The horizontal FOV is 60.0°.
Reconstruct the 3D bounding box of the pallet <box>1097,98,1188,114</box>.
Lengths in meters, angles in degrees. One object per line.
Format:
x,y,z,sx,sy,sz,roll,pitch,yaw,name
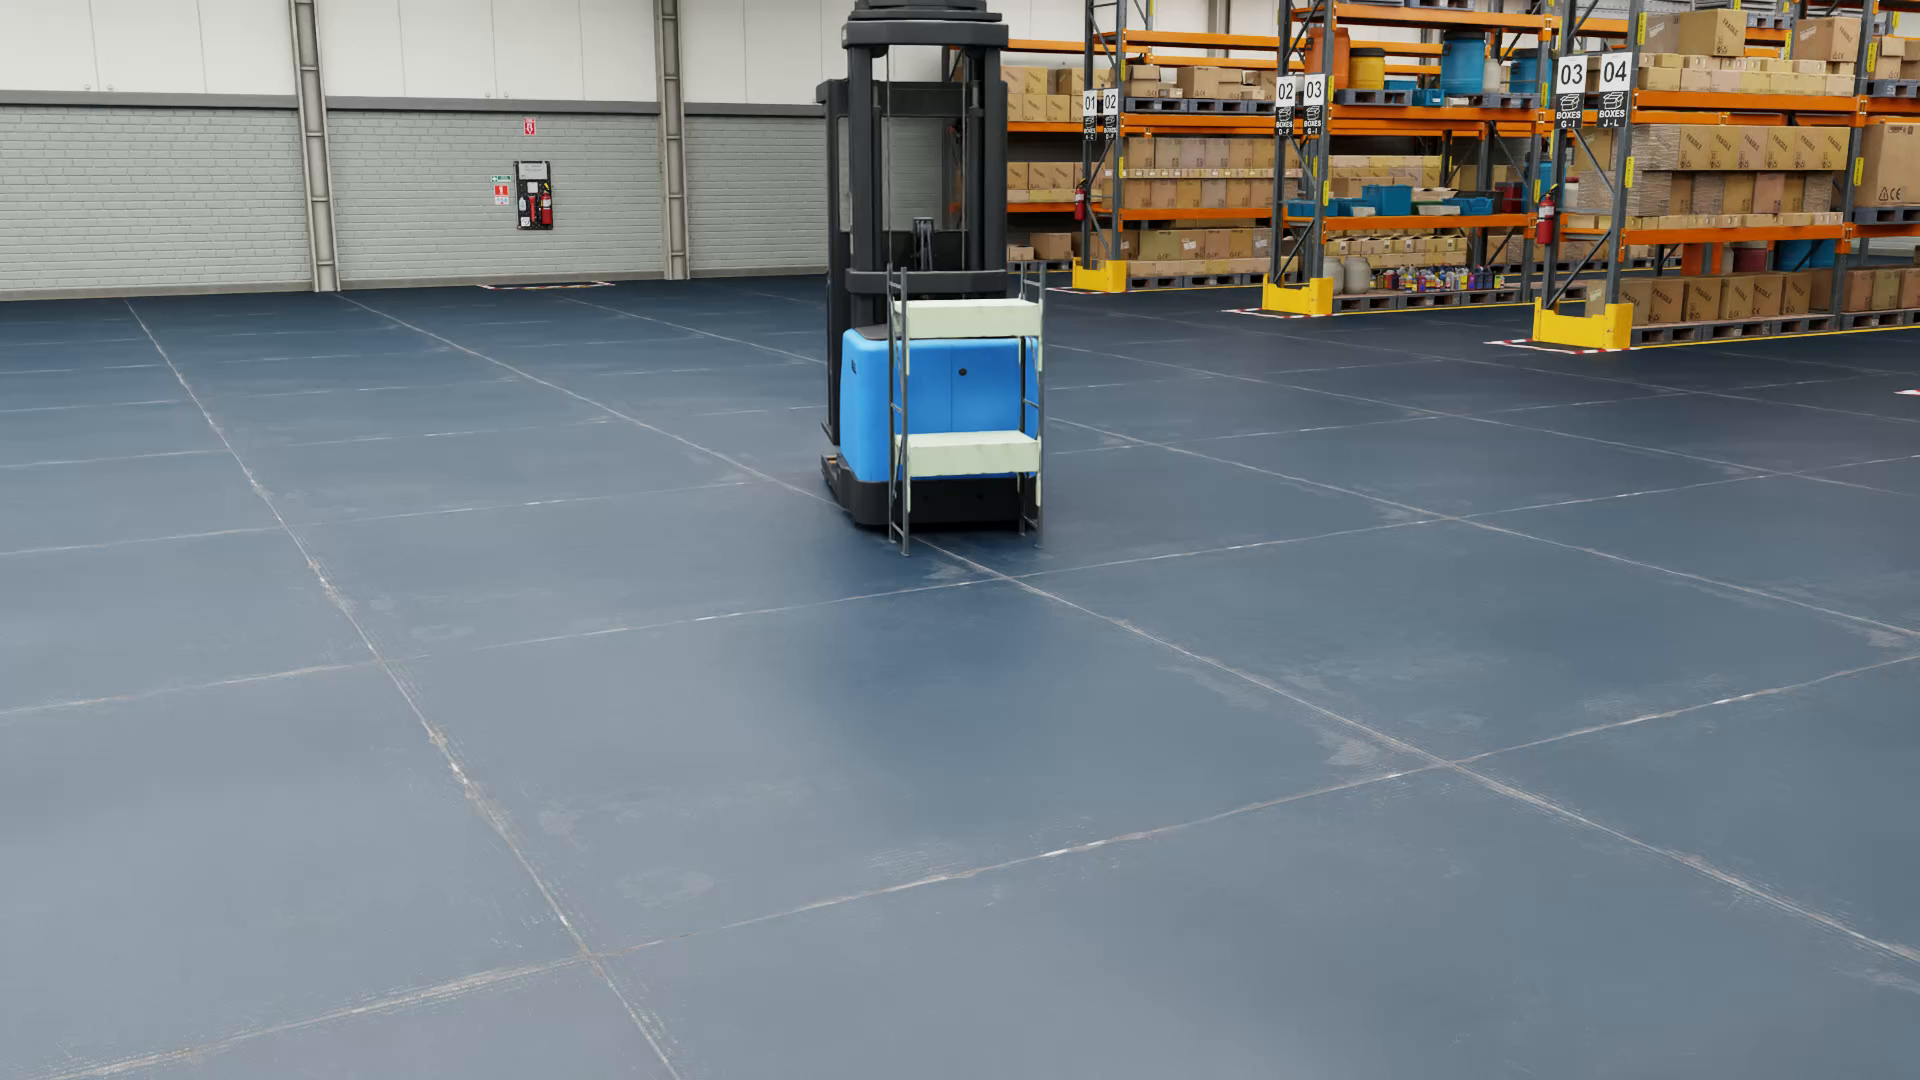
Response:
2.954,-7.109,27.234,1.213,0.211,1.003,-7,14,-28,pallet

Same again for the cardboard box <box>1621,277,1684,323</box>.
8.129,-2.827,19.575,0.500,0.500,0.500,-3,13,-13,cardboard box

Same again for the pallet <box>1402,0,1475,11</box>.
6.419,-7.503,23.294,1.213,0.211,1.003,-7,14,-28,pallet

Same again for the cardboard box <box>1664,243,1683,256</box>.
14.500,-6.077,33.963,0.637,0.503,0.797,-7,14,-28,cardboard box

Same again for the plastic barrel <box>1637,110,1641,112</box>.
10.314,-7.065,25.861,0.708,0.830,0.600,-7,14,-28,plastic barrel

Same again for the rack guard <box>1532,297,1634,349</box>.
7.131,-2.498,19.071,0.348,0.500,1.175,-7,14,-28,rack guard

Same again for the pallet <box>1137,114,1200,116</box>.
4.048,-8.410,33.244,1.003,0.211,1.213,-7,14,-28,pallet

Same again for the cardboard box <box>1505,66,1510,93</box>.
10.176,-8.559,30.972,0.500,0.500,0.500,-7,14,-28,cardboard box

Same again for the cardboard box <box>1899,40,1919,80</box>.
11.862,-5.979,20.820,0.637,0.503,0.797,-6,14,-26,cardboard box

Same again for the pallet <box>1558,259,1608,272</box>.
12.158,-5.428,32.748,1.213,0.211,1.003,-7,14,-28,pallet

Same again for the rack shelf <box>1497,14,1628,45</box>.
9.957,-7.676,25.271,4.000,0.370,1.077,-7,14,-28,rack shelf

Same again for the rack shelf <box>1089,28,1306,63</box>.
4.076,-8.210,27.644,4.000,0.370,1.077,-7,14,-28,rack shelf

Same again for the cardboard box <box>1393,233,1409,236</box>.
8.285,-5.542,30.933,0.500,0.311,0.500,-7,15,-29,cardboard box

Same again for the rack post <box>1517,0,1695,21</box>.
9.889,-8.333,25.185,3.121,1.000,1.013,-7,14,-28,rack post

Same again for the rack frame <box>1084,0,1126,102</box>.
2.321,-8.546,26.587,0.127,3.000,1.000,-7,14,-28,rack frame

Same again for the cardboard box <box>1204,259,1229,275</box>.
4.216,-4.654,28.261,0.500,0.250,0.500,-7,14,-28,cardboard box

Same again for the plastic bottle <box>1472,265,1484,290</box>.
7.606,-3.864,24.477,0.185,0.351,0.144,-8,15,-31,plastic bottle

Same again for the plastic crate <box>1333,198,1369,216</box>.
5.560,-4.769,23.807,0.408,0.251,0.499,-7,14,-28,plastic crate

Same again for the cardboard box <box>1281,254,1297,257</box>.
6.057,-5.003,29.813,0.500,0.250,0.500,-7,14,-28,cardboard box

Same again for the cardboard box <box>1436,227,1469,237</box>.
11.182,-6.880,37.585,0.500,0.500,0.700,-7,14,-27,cardboard box

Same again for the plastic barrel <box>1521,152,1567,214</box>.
8.686,-5.312,24.738,0.708,0.901,0.600,-7,14,-28,plastic barrel

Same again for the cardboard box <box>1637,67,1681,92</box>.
7.611,-5.101,18.452,0.500,0.250,0.500,-6,14,-26,cardboard box

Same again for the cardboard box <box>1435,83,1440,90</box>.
10.978,-9.964,37.169,0.500,0.500,0.500,-7,14,-28,cardboard box

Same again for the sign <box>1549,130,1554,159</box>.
6.816,-4.538,19.083,0.005,0.325,0.100,-7,14,-28,sign

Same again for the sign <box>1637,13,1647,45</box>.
7.324,-5.495,17.871,0.005,0.325,0.100,-7,14,-28,sign

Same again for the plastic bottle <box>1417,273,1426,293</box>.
6.639,-3.704,23.923,0.133,0.283,0.061,-7,14,-27,plastic bottle

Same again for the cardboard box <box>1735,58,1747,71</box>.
8.771,-5.444,19.070,0.250,0.149,0.380,-7,14,-28,cardboard box

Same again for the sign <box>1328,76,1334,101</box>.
4.951,-6.025,22.199,0.005,0.325,0.100,-7,14,-28,sign

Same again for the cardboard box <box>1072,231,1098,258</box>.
2.563,-5.872,33.062,0.500,0.500,0.500,-8,15,-32,cardboard box

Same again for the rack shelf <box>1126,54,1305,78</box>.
5.210,-9.585,33.754,4.000,0.370,1.077,-7,14,-28,rack shelf

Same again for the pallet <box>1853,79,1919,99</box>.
11.168,-5.547,20.519,1.003,0.211,1.213,-7,14,-28,pallet

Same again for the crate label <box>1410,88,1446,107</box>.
6.492,-6.188,23.281,0.408,0.251,0.502,-7,14,-28,crate label

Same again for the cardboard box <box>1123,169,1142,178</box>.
2.768,-5.984,27.162,0.250,0.149,0.380,-7,14,-28,cardboard box

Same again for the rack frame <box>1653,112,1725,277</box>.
11.713,-5.506,26.742,0.127,3.000,1.000,-7,14,-28,rack frame

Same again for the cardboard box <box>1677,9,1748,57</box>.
8.497,-5.715,18.795,0.500,0.500,0.500,-7,14,-28,cardboard box

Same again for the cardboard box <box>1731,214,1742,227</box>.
8.947,-3.762,19.566,0.250,0.149,0.380,-7,14,-28,cardboard box

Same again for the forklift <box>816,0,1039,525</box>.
-0.300,-1.786,10.368,1.130,2.935,3.031,-2,13,-10,forklift

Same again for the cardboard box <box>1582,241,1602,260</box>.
12.120,-5.719,32.381,0.500,0.500,0.500,-7,14,-28,cardboard box

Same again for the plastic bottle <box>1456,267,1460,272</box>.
7.493,-3.966,25.083,0.133,0.283,0.061,-7,14,-28,plastic bottle

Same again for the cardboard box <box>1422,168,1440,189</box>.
10.192,-7.942,36.618,0.500,0.500,0.500,-7,15,-29,cardboard box

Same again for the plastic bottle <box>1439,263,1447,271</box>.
7.295,-4.002,25.092,0.185,0.351,0.144,-6,14,-26,plastic bottle

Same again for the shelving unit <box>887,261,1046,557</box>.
0.029,-0.704,8.822,0.755,1.500,0.431,-3,13,-13,shelving unit

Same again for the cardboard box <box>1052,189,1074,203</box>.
1.868,-6.663,32.178,0.500,0.250,0.500,-7,14,-27,cardboard box

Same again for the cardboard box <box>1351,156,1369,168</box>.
8.396,-8.093,35.577,0.500,0.250,0.500,-7,14,-27,cardboard box

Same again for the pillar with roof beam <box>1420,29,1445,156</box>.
12.740,-10.173,33.818,0.400,9.000,9.100,-7,14,-28,pillar with roof beam

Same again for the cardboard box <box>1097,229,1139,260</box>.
2.649,-4.962,27.924,0.500,0.500,0.500,-7,14,-28,cardboard box

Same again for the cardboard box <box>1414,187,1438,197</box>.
8.465,-6.360,30.743,0.500,0.311,0.500,-7,14,-29,cardboard box

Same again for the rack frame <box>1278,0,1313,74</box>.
6.966,-10.342,34.566,0.127,3.000,1.000,-7,14,-28,rack frame

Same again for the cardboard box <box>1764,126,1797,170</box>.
9.434,-4.606,19.563,0.500,0.500,0.500,-7,14,-28,cardboard box

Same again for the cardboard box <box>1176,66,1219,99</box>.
3.910,-7.526,27.386,0.500,0.500,0.500,-7,14,-28,cardboard box

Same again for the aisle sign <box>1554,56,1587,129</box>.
6.866,-5.029,18.703,0.004,0.787,0.394,-7,14,-28,aisle sign

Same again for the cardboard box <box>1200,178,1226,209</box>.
4.094,-5.878,28.168,0.500,0.500,0.700,-6,14,-26,cardboard box

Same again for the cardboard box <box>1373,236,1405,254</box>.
7.663,-5.334,30.009,0.500,0.311,0.500,-6,14,-26,cardboard box

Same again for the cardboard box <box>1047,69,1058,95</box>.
1.559,-8.837,32.163,0.500,0.500,0.500,-7,14,-28,cardboard box

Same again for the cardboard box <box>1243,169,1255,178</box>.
4.802,-6.229,28.248,0.250,0.149,0.380,-7,14,-28,cardboard box

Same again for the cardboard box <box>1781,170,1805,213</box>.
9.695,-4.243,20.226,0.500,0.500,0.875,-7,14,-28,cardboard box
